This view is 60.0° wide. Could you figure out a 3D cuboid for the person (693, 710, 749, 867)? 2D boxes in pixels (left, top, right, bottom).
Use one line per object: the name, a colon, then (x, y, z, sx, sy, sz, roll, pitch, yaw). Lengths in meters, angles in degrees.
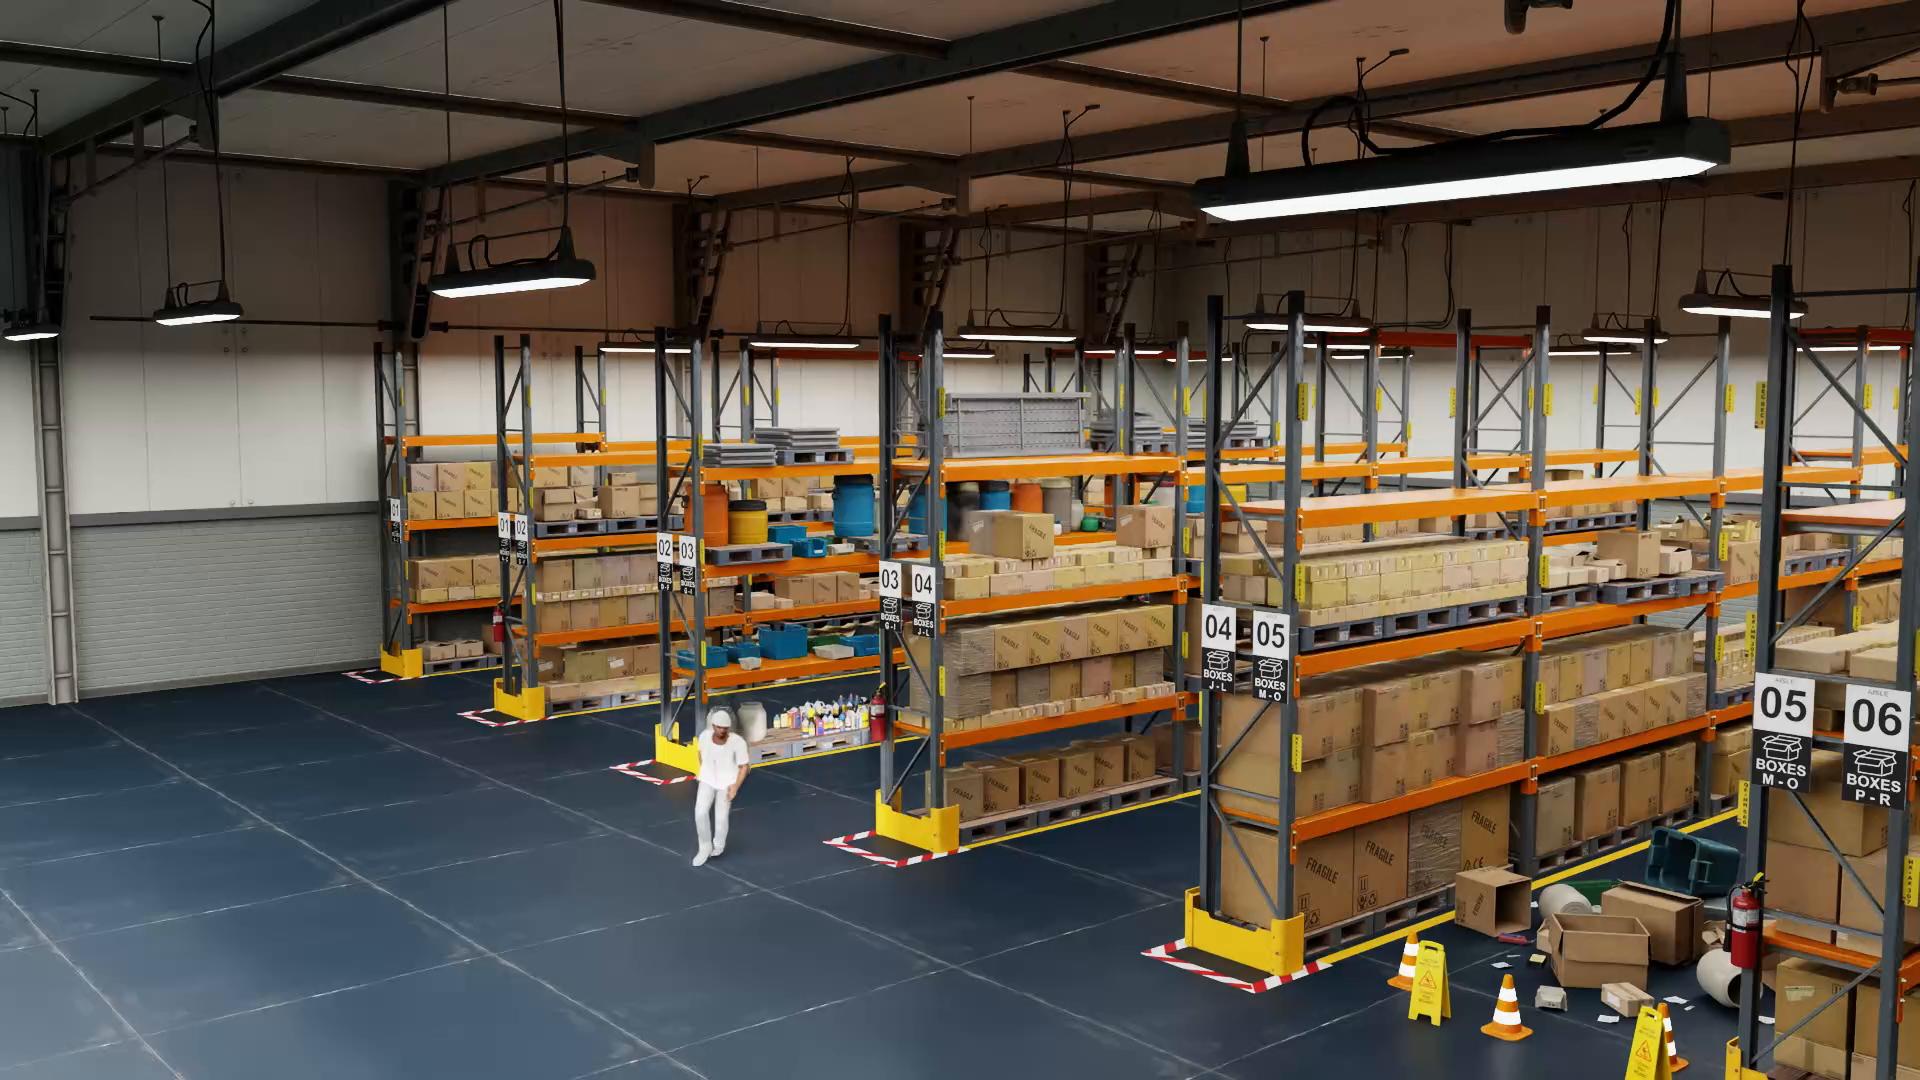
person: (-2.587, 2.661, 18.121, 0.609, 1.702, 0.777, 0, 5, 1)
